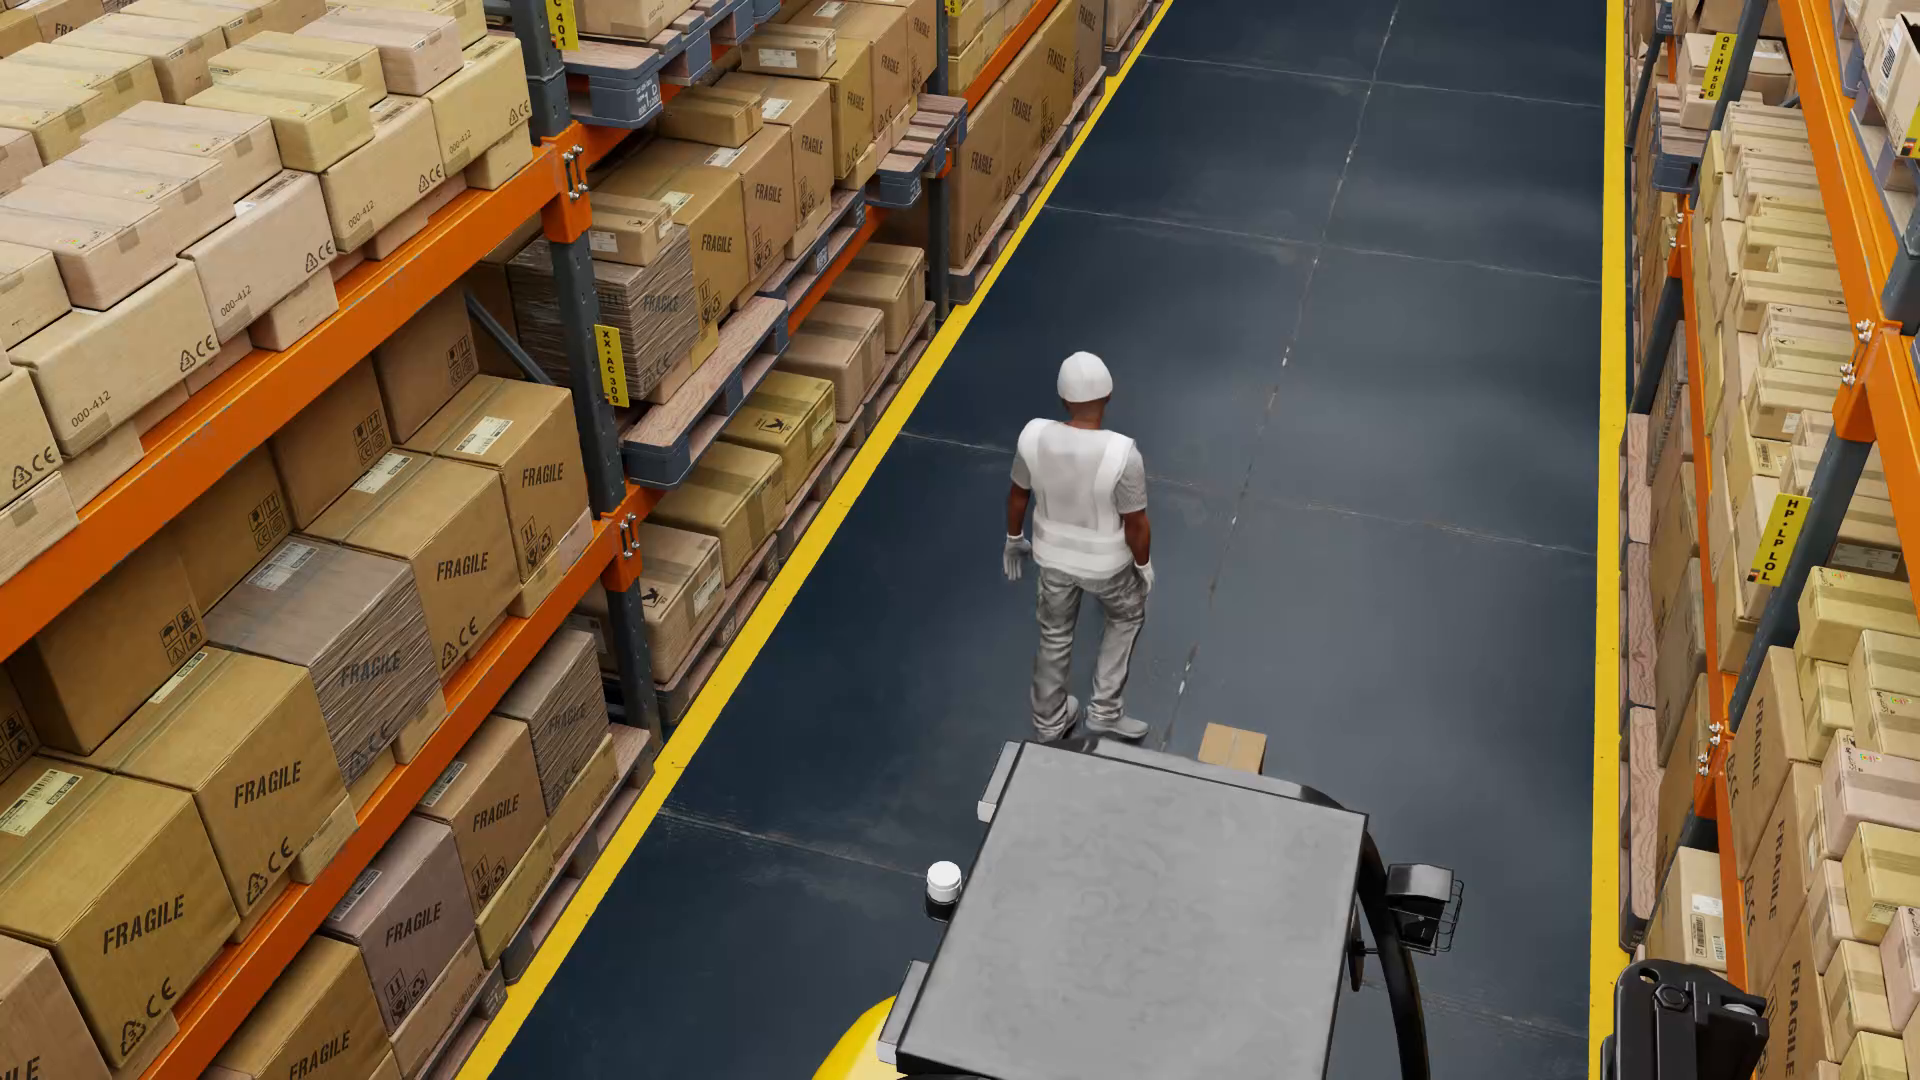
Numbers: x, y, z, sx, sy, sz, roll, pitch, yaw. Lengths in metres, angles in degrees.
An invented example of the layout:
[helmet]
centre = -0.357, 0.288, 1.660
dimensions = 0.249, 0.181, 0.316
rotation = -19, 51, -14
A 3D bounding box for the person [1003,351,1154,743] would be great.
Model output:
[person]
centre = 0.496, 0.068, 6.754
dimensions = 0.666, 1.769, 0.452
rotation = 16, 40, 20
